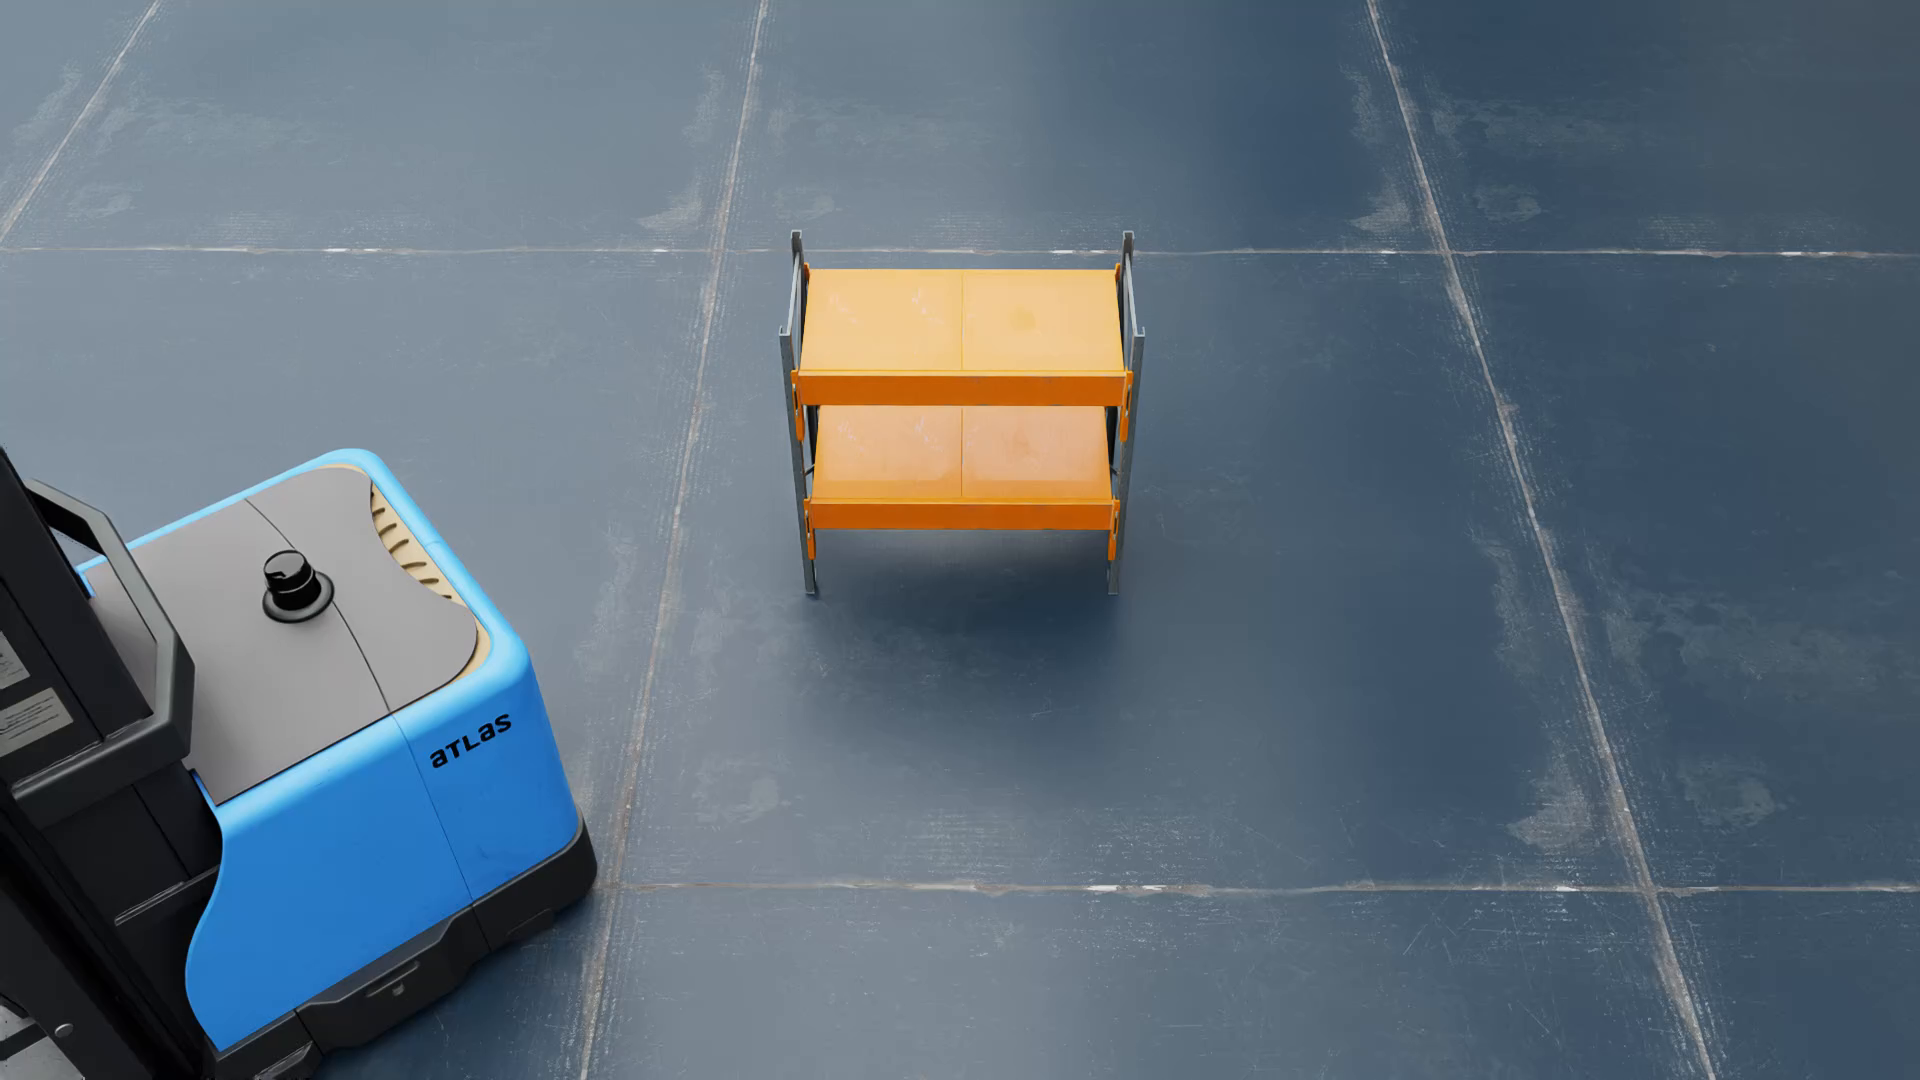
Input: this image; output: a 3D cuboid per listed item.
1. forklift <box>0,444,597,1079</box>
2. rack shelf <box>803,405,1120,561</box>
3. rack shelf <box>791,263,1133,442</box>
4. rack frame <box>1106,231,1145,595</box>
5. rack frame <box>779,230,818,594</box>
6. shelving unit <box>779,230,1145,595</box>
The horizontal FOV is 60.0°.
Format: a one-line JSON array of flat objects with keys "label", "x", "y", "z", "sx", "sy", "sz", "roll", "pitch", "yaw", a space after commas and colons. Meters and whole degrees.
[{"label": "forklift", "x": -2.513, "y": 0.398, "z": 3.377, "sx": 3.031, "sy": 2.935, "sz": 1.130, "roll": -30, "pitch": 54, "yaw": -25}, {"label": "rack shelf", "x": 0.007, "y": -0.217, "z": 5.517, "sx": 1.000, "sy": 0.278, "sz": 0.538, "roll": 0, "pitch": 47, "yaw": 0}, {"label": "rack shelf", "x": 0.007, "y": -0.583, "z": 5.124, "sx": 1.000, "sy": 0.278, "sz": 0.538, "roll": 0, "pitch": 47, "yaw": 0}, {"label": "rack frame", "x": 0.515, "y": -0.382, "z": 5.337, "sx": 0.032, "sy": 1.125, "sz": 0.500, "roll": 0, "pitch": 47, "yaw": 0}, {"label": "rack frame", "x": -0.502, "y": -0.385, "z": 5.340, "sx": 0.032, "sy": 1.125, "sz": 0.500, "roll": 0, "pitch": 47, "yaw": 0}, {"label": "shelving unit", "x": 0.007, "y": -0.383, "z": 5.338, "sx": 1.048, "sy": 1.125, "sz": 0.538, "roll": 0, "pitch": 47, "yaw": 0}]
